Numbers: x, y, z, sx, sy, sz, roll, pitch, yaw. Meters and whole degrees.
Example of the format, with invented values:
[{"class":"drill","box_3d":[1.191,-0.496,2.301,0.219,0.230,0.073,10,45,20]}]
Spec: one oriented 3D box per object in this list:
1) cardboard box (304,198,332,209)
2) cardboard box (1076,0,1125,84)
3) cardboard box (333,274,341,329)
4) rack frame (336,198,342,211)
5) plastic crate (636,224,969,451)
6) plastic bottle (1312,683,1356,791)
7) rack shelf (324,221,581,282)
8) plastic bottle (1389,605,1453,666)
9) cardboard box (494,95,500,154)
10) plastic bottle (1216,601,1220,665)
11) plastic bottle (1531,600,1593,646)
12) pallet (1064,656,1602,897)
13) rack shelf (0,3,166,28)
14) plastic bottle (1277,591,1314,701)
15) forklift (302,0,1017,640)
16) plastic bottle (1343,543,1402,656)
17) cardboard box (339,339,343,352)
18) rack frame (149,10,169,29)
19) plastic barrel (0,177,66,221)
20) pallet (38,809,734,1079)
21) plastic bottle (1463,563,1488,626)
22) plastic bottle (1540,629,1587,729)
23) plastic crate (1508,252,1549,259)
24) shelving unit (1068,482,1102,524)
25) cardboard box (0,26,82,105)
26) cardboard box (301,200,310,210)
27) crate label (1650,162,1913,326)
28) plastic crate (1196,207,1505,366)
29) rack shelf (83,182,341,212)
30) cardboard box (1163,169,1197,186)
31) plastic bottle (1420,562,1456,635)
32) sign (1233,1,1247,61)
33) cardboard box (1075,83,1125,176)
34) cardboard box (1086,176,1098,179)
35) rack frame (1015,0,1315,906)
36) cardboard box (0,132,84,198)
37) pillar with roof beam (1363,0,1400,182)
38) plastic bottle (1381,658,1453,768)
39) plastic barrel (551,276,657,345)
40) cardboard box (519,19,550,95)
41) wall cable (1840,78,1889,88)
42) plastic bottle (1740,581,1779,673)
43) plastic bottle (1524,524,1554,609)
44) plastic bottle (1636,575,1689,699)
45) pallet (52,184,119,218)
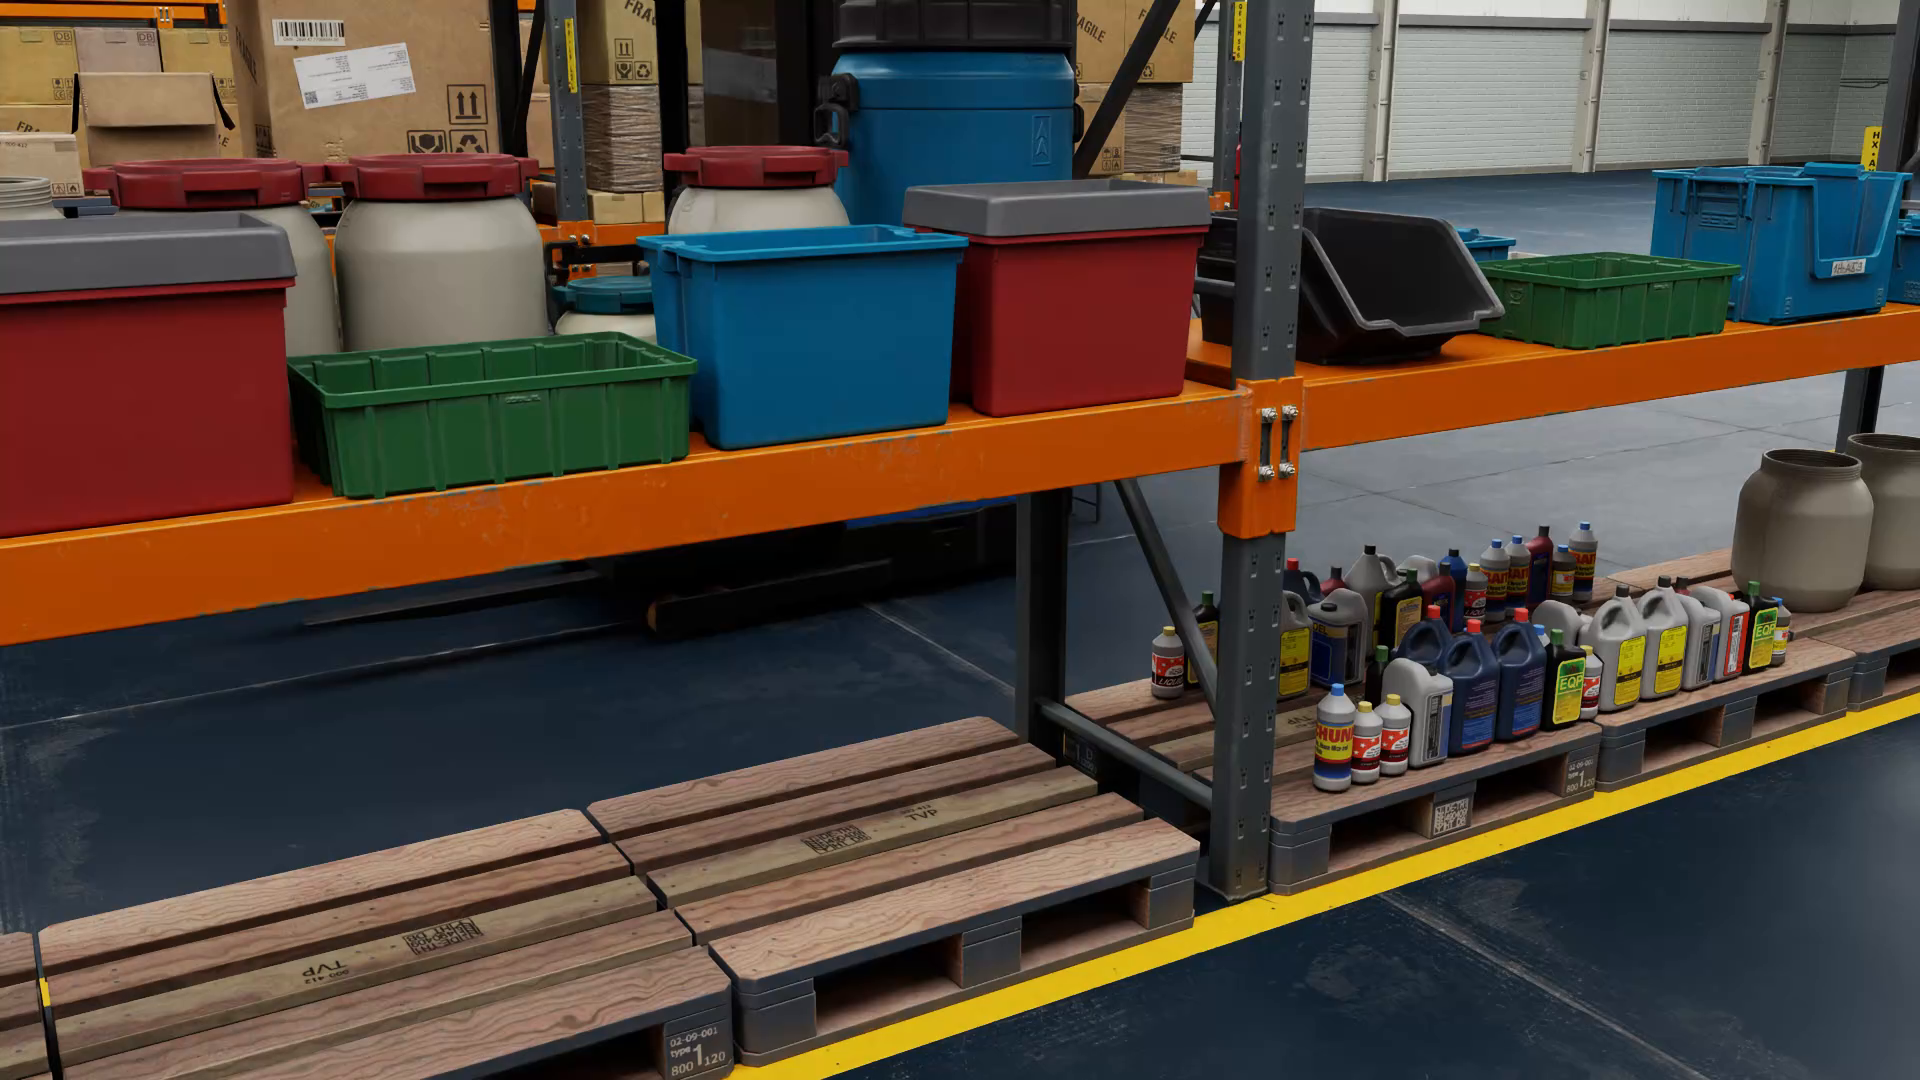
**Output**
[{"class":"cardboard box","box_3d":[-6.541,-3.353,16.741,0.500,0.500,0.500,-8,18,-27]},{"class":"cardboard box","box_3d":[0.577,-2.826,9.344,0.500,0.500,0.500,-9,18,-30]},{"class":"cardboard box","box_3d":[-5.036,-1.975,12.288,0.750,0.750,1.050,-9,18,-30]},{"class":"rack frame","box_3d":[-4.550,-2.963,12.423,0.127,3.000,1.000,-9,18,-30]},{"class":"plastic crate","box_3d":[-0.317,-0.422,3.389,0.575,0.384,0.392,-9,18,-30]},{"class":"plastic bottle","box_3d":[0.968,0.504,4.296,0.097,0.271,0.097,0,16,0]},{"class":"rack shelf","box_3d":[-3.796,-1.177,7.384,4.000,0.370,1.077,-9,18,-30]},{"class":"plastic bottle","box_3d":[1.300,0.359,4.666,0.185,0.351,0.144,-9,18,-30]},{"class":"cardboard box","box_3d":[-3.780,-3.171,12.887,0.550,0.550,0.875,-9,18,-30]},{"class":"plastic bottle","box_3d":[0.872,0.252,5.046,0.185,0.351,0.144,-10,18,-31]},{"class":"plastic bottle","box_3d":[1.803,0.312,4.971,0.135,0.276,0.152,-9,18,-30]},{"class":"pallet","box_3d":[1.066,0.604,4.866,1.213,0.211,1.003,-9,18,-30]},{"class":"rack shelf","box_3d":[-11.460,-6.062,19.254,4.000,0.370,1.077,-9,18,-30]},{"class":"plastic bottle","box_3d":[0.947,0.285,4.927,0.185,0.351,0.144,-9,18,-30]},{"class":"forklift","box_3d":[-1.093,-1.207,6.284,3.031,2.935,1.130,-10,18,-31]},{"class":"plastic bottle","box_3d":[1.314,0.180,5.301,0.185,0.351,0.144,-9,18,-30]},{"class":"cardboard box","box_3d":[-3.038,-0.667,8.049,0.500,0.500,0.700,-9,18,-30]},{"class":"rack frame","box_3d":[-9.745,-5.242,20.553,0.127,3.000,1.000,-9,18,-30]},{"class":"plastic barrel","box_3d":[-1.827,-0.404,3.087,0.421,0.512,0.421,0,16,0]},{"class":"pallet","box_3d":[-1.231,0.976,3.537,1.213,0.211,1.003,-9,18,-30]},{"class":"plastic bottle","box_3d":[1.718,0.179,5.582,0.097,0.201,0.097,0,16,0]},{"class":"plastic bottle","box_3d":[1.699,0.385,4.697,0.133,0.283,0.061,-8,18,-27]},{"class":"plastic crate","box_3d":[1.730,-0.813,5.241,0.437,0.136,0.530,-9,18,-30]},{"class":"shelving unit","box_3d":[0.375,-0.645,7.488,0.503,1.200,0.258,-10,18,-31]},{"class":"cardboard box","box_3d":[-6.279,-3.210,11.267,0.500,0.500,0.700,-9,18,-30]},{"class":"cardboard box","box_3d":[-6.243,-2.848,15.239,0.500,0.500,0.500,-9,18,-30]},{"class":"crate label","box_3d":[2.459,-0.910,5.034,0.616,0.435,0.502,-9,18,-30]},{"class":"plastic crate","box_3d":[0.983,-0.669,4.354,0.504,0.338,0.767,-9,18,-30]},{"class":"rack shelf","box_3d":[-6.264,-2.339,11.528,4.000,0.370,1.077,-9,18,-30]},{"class":"cardboard box","box_3d":[1.209,-2.149,9.984,0.250,0.149,0.380,-9,18,-30]},{"class":"plastic bottle","box_3d":[1.510,0.216,5.300,0.133,0.283,0.061,-9,18,-30]},{"class":"sign","box_3d":[1.615,-2.936,9.595,0.005,0.325,0.100,-9,18,-30]},{"class":"cardboard box","box_3d":[0.494,-2.381,9.612,0.500,0.500,0.875,-9,18,-30]},{"class":"cardboard box","box_3d":[0.584,-2.037,9.583,0.250,0.149,0.380,-9,18,-30]},{"class":"rack frame","box_3d":[0.469,-0.655,4.191,0.127,3.000,1.000,-9,18,-30]},{"class":"cardboard box","box_3d":[-3.956,-1.555,6.900,0.500,0.250,0.500,-10,18,-31]},{"class":"pillar with roof beam","box_3d":[10.269,-10.305,27.498,0.400,9.000,9.100,-9,18,-30]},{"class":"plastic bottle","box_3d":[1.231,0.450,4.478,0.135,0.276,0.152,-8,18,-28]},{"class":"plastic barrel","box_3d":[-0.745,-0.440,3.680,0.301,0.262,0.301,0,16,0]},{"class":"cardboard box","box_3d":[-3.271,-3.745,12.934,0.550,0.550,0.875,-9,18,-30]},{"class":"wall cable","box_3d":[21.544,-11.577,37.791,0.112,2.526,3.097,-9,18,-30]},{"class":"plastic bottle","box_3d":[2.458,0.262,5.136,0.133,0.283,0.061,-9,18,-28]},{"class":"plastic bottle","box_3d":[1.979,0.092,5.742,0.133,0.283,0.061,-9,18,-29]},{"class":"plastic bottle","box_3d":[2.060,0.281,4.943,0.185,0.351,0.144,-8,18,-27]},{"class":"pallet","box_3d":[-3.835,-1.438,7.336,1.213,0.211,1.003,-9,18,-30]}]
